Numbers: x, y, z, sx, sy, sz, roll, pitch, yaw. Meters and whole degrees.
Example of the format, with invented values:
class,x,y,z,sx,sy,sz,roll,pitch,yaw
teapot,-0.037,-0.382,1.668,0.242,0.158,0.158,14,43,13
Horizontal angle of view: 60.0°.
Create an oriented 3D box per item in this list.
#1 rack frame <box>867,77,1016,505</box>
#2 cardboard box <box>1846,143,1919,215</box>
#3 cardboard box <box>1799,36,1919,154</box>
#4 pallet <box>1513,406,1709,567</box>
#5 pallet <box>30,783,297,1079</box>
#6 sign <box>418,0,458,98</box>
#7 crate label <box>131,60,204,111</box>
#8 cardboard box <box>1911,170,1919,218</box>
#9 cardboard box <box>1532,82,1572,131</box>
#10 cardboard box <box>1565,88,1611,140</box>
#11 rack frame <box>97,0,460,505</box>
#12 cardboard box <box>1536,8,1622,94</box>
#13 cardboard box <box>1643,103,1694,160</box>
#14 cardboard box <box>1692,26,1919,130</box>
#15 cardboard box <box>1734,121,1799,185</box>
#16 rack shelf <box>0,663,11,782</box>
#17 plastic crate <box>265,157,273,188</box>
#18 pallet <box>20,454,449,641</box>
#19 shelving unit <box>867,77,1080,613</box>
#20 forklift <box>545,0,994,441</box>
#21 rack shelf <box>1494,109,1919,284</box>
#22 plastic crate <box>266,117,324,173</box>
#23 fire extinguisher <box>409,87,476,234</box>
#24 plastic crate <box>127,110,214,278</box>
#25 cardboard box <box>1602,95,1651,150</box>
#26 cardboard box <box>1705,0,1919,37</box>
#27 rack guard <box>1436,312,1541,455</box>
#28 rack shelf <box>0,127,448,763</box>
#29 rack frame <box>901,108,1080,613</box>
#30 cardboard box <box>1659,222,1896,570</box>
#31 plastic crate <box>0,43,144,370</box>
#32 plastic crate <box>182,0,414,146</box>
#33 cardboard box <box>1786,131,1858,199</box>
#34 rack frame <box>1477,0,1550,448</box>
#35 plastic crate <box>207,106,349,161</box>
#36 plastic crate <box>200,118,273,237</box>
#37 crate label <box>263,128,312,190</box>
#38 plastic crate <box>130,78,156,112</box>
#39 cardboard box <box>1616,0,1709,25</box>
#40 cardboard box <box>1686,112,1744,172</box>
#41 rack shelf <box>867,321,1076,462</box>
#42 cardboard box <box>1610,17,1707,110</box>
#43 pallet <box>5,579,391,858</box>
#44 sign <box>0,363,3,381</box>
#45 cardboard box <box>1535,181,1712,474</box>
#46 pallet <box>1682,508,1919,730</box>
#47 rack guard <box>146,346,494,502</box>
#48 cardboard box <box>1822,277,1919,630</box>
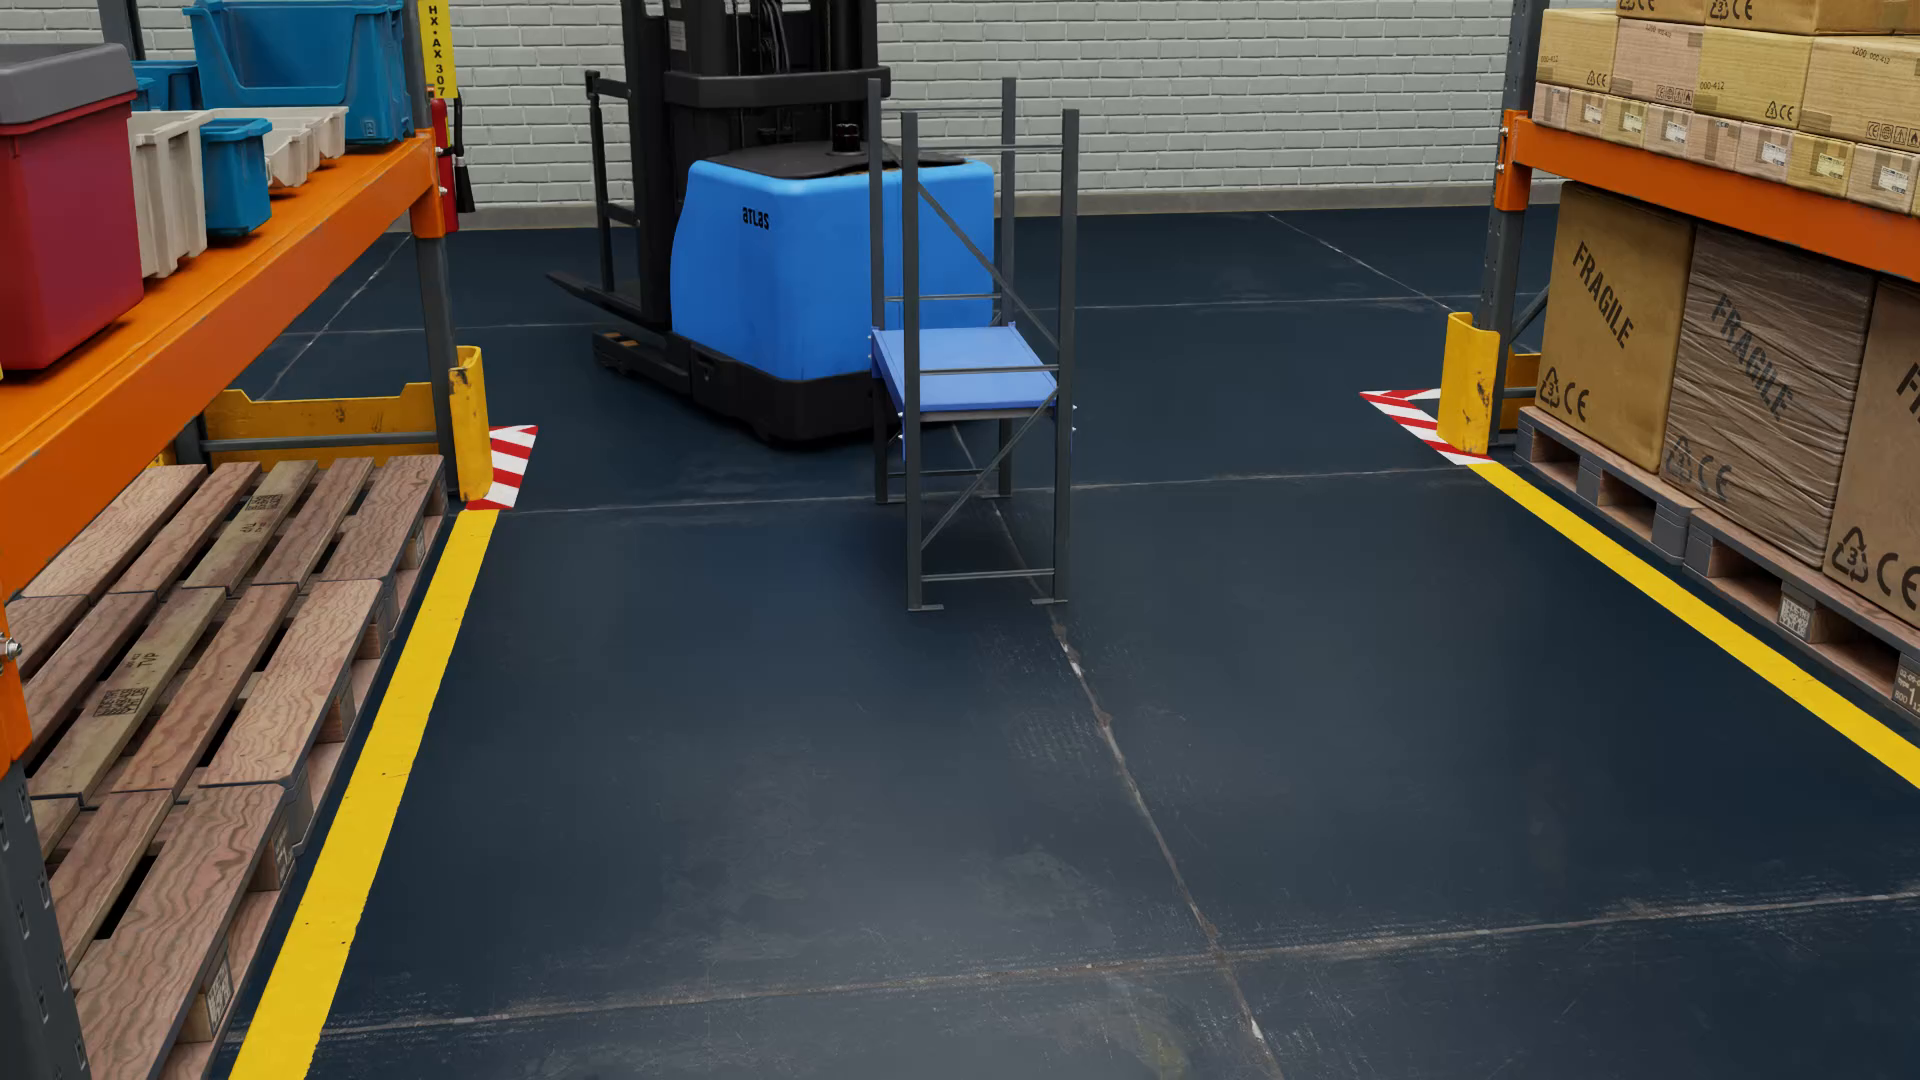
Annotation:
class,x,y,z,sx,sy,sz,roll,pitch,yaw
rack frame,-0.061,-0.849,5.846,0.500,1.500,0.032,-3,21,-8
cardboard box,2.558,-0.941,4.307,0.380,0.149,0.250,-3,21,-7
cardboard box,2.603,-1.176,4.368,0.500,0.250,0.500,-3,21,-9
pallet,2.763,-0.242,6.062,1.003,0.211,1.213,-3,21,-8
pallet,-1.898,0.867,3.092,1.003,0.211,1.213,-3,21,-8
sign,-1.789,-1.681,5.697,0.100,0.325,0.005,-3,21,-8
crate label,-2.621,-1.419,5.382,0.416,0.233,0.303,-3,21,-8
cardboard box,2.593,-0.852,4.071,0.380,0.149,0.250,-3,21,-9
cardboard box,2.295,-1.564,5.975,0.380,0.149,0.250,-3,21,-7
cardboard box,2.334,-1.475,5.738,0.380,0.149,0.250,-3,21,-9
rack frame,-2.331,-1.571,5.636,1.000,3.000,0.127,-3,21,-8
cardboard box,2.373,-1.710,5.798,0.500,0.250,0.500,-3,21,-9
cardboard box,2.410,-1.296,5.259,0.380,0.149,0.250,-3,21,-9
cardboard box,2.523,-1.357,4.850,0.500,0.250,0.500,-4,21,-10
cardboard box,2.483,-1.119,4.784,0.380,0.149,0.250,-3,21,-8
rack shelf,-1.466,0.843,0.200,1.077,0.370,4.000,-3,21,-8
plastic crate,-1.881,-0.905,4.143,0.298,0.136,0.250,-3,21,-8
pallet,-2.250,0.022,5.354,1.003,0.211,1.213,-3,21,-8
shelving unit,0.012,-0.673,5.375,0.538,1.500,1.048,-3,21,-8
forklift,-1.092,-2.225,7.483,1.130,2.935,3.031,-14,24,-32
rack shelf,2.859,-0.792,4.577,1.077,0.370,4.000,-3,21,-8
plastic crate,-2.006,-1.102,4.670,0.396,0.136,0.243,-3,21,-8
fire extinguisher,-1.903,-1.436,5.916,0.296,0.674,0.183,-3,21,-8
plastic crate,-1.792,-0.697,3.379,0.437,0.282,0.530,-3,21,-8
cardboard box,2.371,-1.387,5.500,0.380,0.149,0.250,-3,21,-9
cardboard box,2.525,-1.710,4.724,0.500,0.500,0.500,-3,21,-9
rack guard,2.567,-0.658,6.765,1.175,0.500,0.348,-3,21,-8
rack shelf,-2.042,-0.542,3.908,1.077,0.370,4.000,-3,21,-8
rack frame,0.086,-0.497,4.903,0.500,1.500,0.032,-3,21,-8
cardboard box,2.873,-0.490,5.177,0.875,0.875,0.875,-3,21,-8
plastic crate,-1.635,-0.566,2.768,0.402,0.464,0.583,-3,21,-8
plastic crate,-2.098,-1.509,5.334,0.616,0.435,0.499,-3,21,-8
cardboard box,2.518,-1.031,4.550,0.380,0.149,0.250,-3,21,-9
rack frame,2.571,-1.821,6.305,1.000,3.000,0.127,-3,21,-8
plastic crate,-2.034,-1.203,4.940,0.396,0.136,0.243,-3,21,-8
plastic crate,-1.781,-0.823,3.786,0.416,0.233,0.300,-3,21,-8
crate label,-1.942,-1.006,4.415,0.396,0.136,0.243,-3,21,-8
plastic crate,-2.526,-1.191,4.771,0.416,0.233,0.300,-3,21,-8
cardboard box,2.445,-1.889,5.203,0.500,0.500,0.500,-3,21,-9
cardboard box,2.445,-1.208,5.023,0.380,0.149,0.250,-3,21,-9
rack shelf,0.012,-0.505,5.438,0.538,0.185,1.000,-3,21,-8
cardboard box,2.454,-1.531,5.317,0.500,0.250,0.500,-3,21,-8
pallet,-2.078,0.444,4.226,1.003,0.211,1.213,-3,21,-8
sign,-1.209,-0.343,1.952,0.100,0.325,0.005,-3,21,-8
cardboard box,2.742,-0.805,6.021,0.875,0.875,0.875,-3,21,-8
pallet,2.936,0.180,4.934,1.003,0.211,1.213,-3,21,-8
rack guard,-2.347,-0.408,6.094,1.175,0.500,0.348,-3,21,-8
cardboard box,3.001,-0.182,4.352,0.875,0.875,0.875,-3,21,-8
